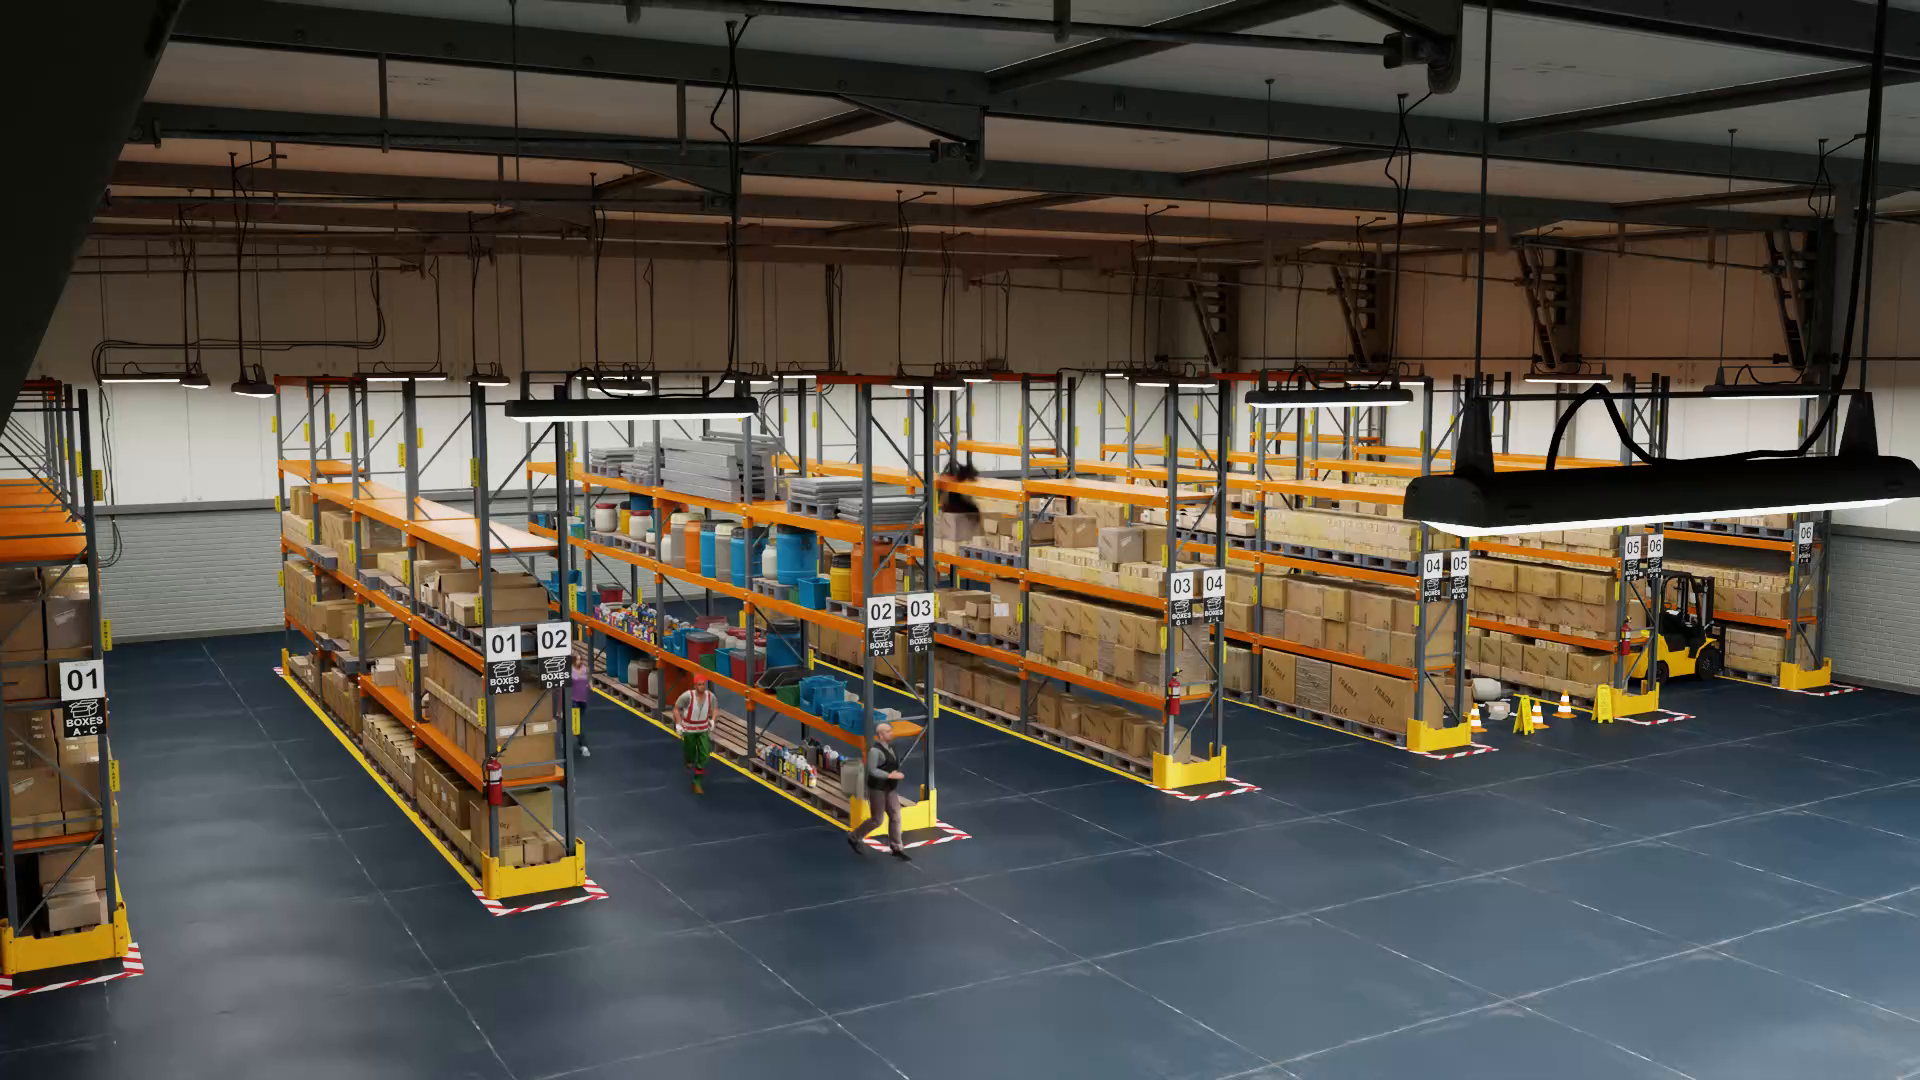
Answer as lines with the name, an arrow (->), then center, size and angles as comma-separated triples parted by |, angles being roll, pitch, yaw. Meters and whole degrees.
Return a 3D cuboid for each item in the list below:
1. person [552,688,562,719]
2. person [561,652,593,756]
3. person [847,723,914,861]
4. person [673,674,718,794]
person -> -7.143, 2.303, 29.465 | 0.593, 1.640, 0.875 | -4, 7, -29
person -> -6.169, 2.600, 26.760 | 0.539, 1.613, 0.871 | -6, 8, -42
person -> -0.997, 3.171, 21.033 | 0.861, 1.738, 0.678 | 3, 7, 23
person -> -3.894, 2.811, 24.502 | 0.677, 1.756, 0.816 | -3, 7, -22
